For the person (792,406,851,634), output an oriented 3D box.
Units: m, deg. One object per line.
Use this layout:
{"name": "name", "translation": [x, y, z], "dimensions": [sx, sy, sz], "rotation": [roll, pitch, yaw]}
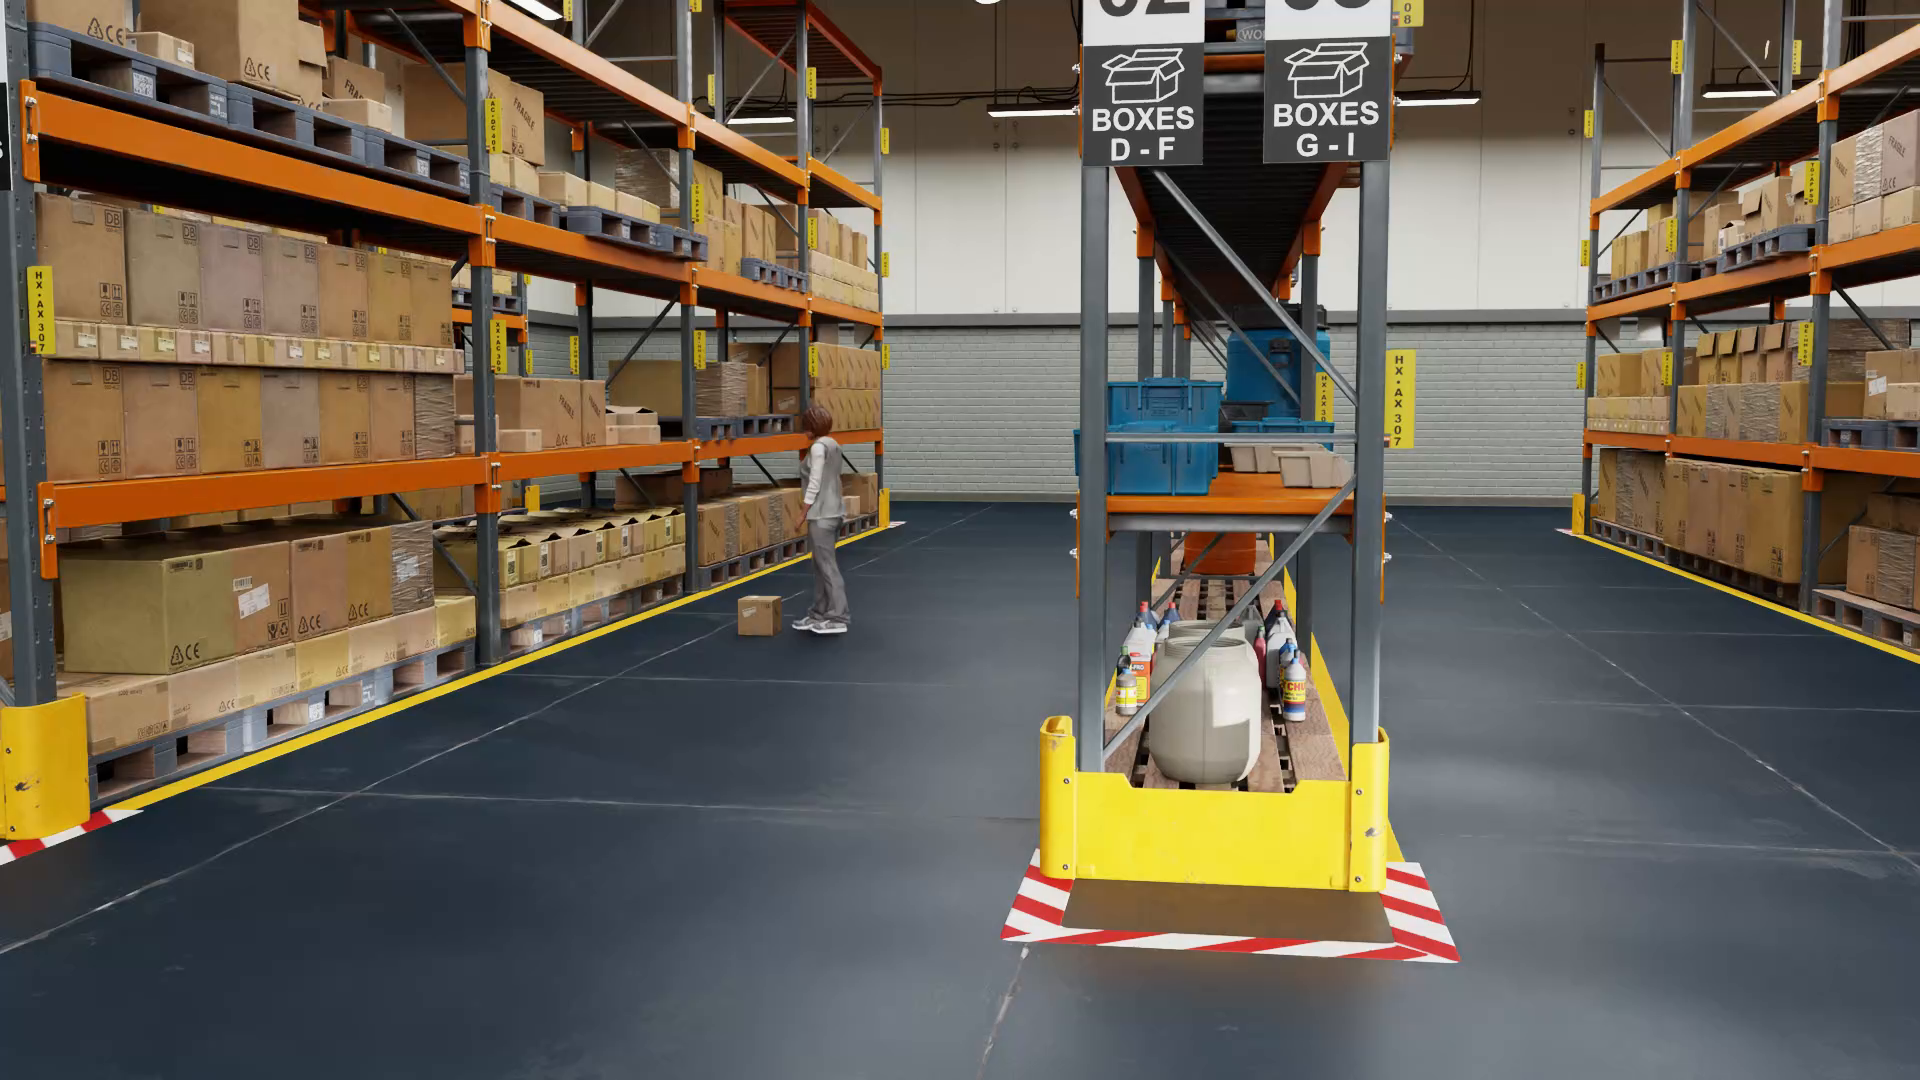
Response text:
{"name": "person", "translation": [-1.002, -0.141, 11.716], "dimensions": [0.514, 1.603, 0.431], "rotation": [1, 5, 14]}
